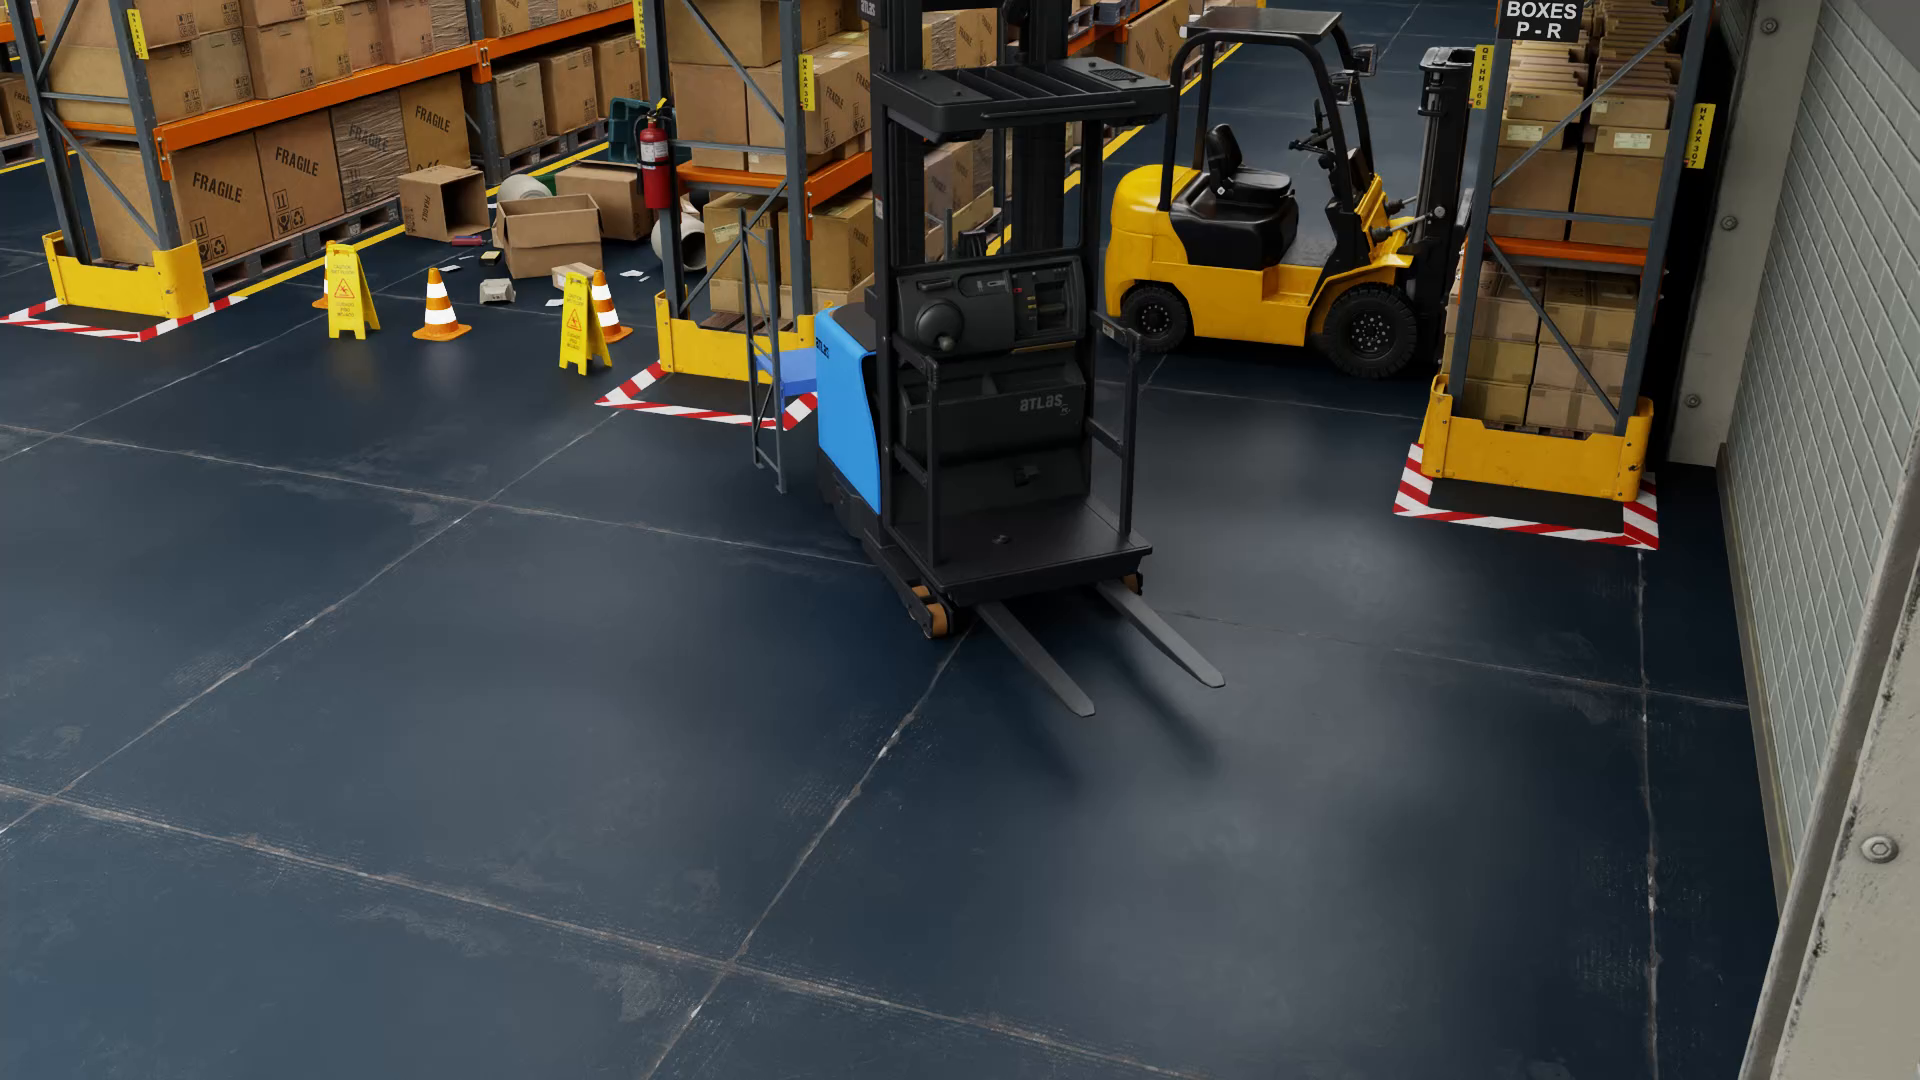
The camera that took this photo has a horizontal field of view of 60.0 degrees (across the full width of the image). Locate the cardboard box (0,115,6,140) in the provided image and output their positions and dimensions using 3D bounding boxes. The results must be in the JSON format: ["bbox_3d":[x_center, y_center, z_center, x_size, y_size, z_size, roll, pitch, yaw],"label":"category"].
[{"bbox_3d":[-9.804,-4.185,16.339,0.500,0.500,0.500,19,32,34],"label":"cardboard box"}]

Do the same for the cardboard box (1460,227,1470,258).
[{"bbox_3d":[3.428,-1.773,10.495,0.500,0.250,0.500,9,27,18],"label":"cardboard box"}]

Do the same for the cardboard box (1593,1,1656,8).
[{"bbox_3d":[5.509,-4.316,13.820,0.500,0.250,0.500,8,27,16],"label":"cardboard box"}]

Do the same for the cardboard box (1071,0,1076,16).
[{"bbox_3d":[0.837,-4.868,15.169,0.380,0.149,0.250,10,28,19],"label":"cardboard box"}]

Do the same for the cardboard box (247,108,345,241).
[{"bbox_3d":[-5.683,-2.995,13.449,0.875,0.875,0.875,8,27,17],"label":"cardboard box"}]

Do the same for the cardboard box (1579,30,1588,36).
[{"bbox_3d":[3.838,-3.203,10.723,0.380,0.149,0.250,9,27,17],"label":"cardboard box"}]

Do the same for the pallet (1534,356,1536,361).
[{"bbox_3d":[3.869,-1.282,11.156,1.003,0.211,1.213,9,27,17],"label":"pallet"}]

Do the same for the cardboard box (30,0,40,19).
[{"bbox_3d":[-9.244,-5.272,16.486,0.380,0.149,0.250,9,27,17],"label":"cardboard box"}]

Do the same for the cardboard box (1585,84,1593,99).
[{"bbox_3d":[4.165,-2.556,10.473,0.500,0.500,0.500,9,27,18],"label":"cardboard box"}]

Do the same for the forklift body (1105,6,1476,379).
[{"bbox_3d":[2.157,-2.379,11.196,2.313,2.155,1.214,9,27,17],"label":"forklift body"}]

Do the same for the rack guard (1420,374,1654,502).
[{"bbox_3d":[3.238,-0.582,9.379,1.175,0.500,0.348,9,27,17],"label":"rack guard"}]

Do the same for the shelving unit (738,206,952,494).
[{"bbox_3d":[-0.623,-1.125,9.348,1.048,1.500,0.538,-11,28,-22],"label":"shelving unit"}]

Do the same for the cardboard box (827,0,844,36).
[{"bbox_3d":[-1.223,-3.737,11.424,0.700,0.500,0.500,8,27,17],"label":"cardboard box"}]

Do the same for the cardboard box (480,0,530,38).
[{"bbox_3d":[-4.377,-4.978,15.474,0.500,0.500,0.500,9,27,18],"label":"cardboard box"}]

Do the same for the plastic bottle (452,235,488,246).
[{"bbox_3d":[-4.063,-2.487,13.816,0.283,0.061,0.133,0,26,-1],"label":"plastic bottle"}]

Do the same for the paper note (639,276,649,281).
[{"bbox_3d":[-2.454,-2.032,12.936,0.032,0.001,0.123,9,27,17],"label":"paper note"}]

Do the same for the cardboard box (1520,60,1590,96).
[{"bbox_3d":[3.434,-2.675,9.632,0.380,0.149,0.250,9,27,18],"label":"cardboard box"}]

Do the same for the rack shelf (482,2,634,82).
[{"bbox_3d":[-4.141,-5.254,16.984,1.077,0.370,4.000,9,27,17],"label":"rack shelf"}]

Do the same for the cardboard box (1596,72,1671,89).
[{"bbox_3d":[3.753,-2.508,9.288,0.380,0.149,0.250,9,27,18],"label":"cardboard box"}]

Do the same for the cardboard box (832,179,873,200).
[{"bbox_3d":[-0.729,-2.241,11.750,0.500,0.500,0.500,8,27,16],"label":"cardboard box"}]

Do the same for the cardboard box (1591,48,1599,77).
[{"bbox_3d":[4.346,-3.112,10.877,0.380,0.149,0.250,10,27,19],"label":"cardboard box"}]

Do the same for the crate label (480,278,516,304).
[{"bbox_3d":[-3.466,-1.864,12.443,0.250,0.136,0.298,-5,26,-9],"label":"crate label"}]

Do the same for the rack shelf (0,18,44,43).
[{"bbox_3d":[-10.115,-4.371,15.161,1.077,0.370,4.000,9,27,17],"label":"rack shelf"}]

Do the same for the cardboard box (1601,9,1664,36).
[{"bbox_3d":[4.634,-3.560,11.460,0.380,0.149,0.250,8,27,16],"label":"cardboard box"}]

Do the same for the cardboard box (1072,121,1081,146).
[{"bbox_3d":[0.791,-4.194,16.504,0.950,0.372,0.625,8,27,16],"label":"cardboard box"}]

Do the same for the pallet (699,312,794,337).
[{"bbox_3d":[-1.107,-1.540,11.689,1.003,0.211,1.213,9,27,17],"label":"pallet"}]

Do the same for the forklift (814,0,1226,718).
[{"bbox_3d":[0.236,-1.066,7.589,1.130,2.935,3.031,-10,28,-20],"label":"forklift"}]

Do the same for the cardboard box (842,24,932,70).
[{"bbox_3d":[-0.517,-3.402,11.878,0.500,0.500,0.500,8,27,16],"label":"cardboard box"}]

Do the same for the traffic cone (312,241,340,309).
[{"bbox_3d":[-4.621,-1.982,12.313,0.336,0.463,0.334,9,27,17],"label":"traffic cone"}]

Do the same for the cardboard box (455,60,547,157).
[{"bbox_3d":[-4.684,-4.200,16.083,1.050,0.750,0.750,9,27,17],"label":"cardboard box"}]

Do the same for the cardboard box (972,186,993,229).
[{"bbox_3d":[-0.048,-2.749,13.659,0.500,0.250,0.500,10,28,20],"label":"cardboard box"}]

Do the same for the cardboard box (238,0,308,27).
[{"bbox_3d":[-5.567,-4.262,12.699,0.875,0.550,0.550,9,27,17],"label":"cardboard box"}]

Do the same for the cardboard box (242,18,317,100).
[{"bbox_3d":[-5.589,-3.780,12.942,0.875,0.550,0.550,9,27,17],"label":"cardboard box"}]

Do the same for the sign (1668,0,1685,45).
[{"bbox_3d":[5.101,-3.706,11.879,0.100,0.325,0.005,9,27,17],"label":"sign"}]

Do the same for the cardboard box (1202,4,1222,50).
[{"bbox_3d":[2.868,-6.645,21.491,0.875,0.438,0.875,8,27,17],"label":"cardboard box"}]

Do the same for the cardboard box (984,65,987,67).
[{"bbox_3d":[-0.001,-3.686,13.210,0.380,0.149,0.250,9,27,19],"label":"cardboard box"}]

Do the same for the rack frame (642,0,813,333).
[{"bbox_3d":[-1.436,-2.436,10.338,1.000,3.000,0.127,9,27,17],"label":"rack frame"}]

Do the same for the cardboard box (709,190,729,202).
[{"bbox_3d":[-1.744,-2.712,13.776,0.500,0.500,0.500,-14,29,-27],"label":"cardboard box"}]

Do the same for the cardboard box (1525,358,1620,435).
[{"bbox_3d":[3.594,-0.842,9.721,0.500,0.250,0.500,9,27,18],"label":"cardboard box"}]

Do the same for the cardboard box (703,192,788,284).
[{"bbox_3d":[-1.415,-2.092,11.441,0.500,0.500,0.500,9,27,18],"label":"cardboard box"}]

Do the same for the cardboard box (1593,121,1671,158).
[{"bbox_3d":[3.604,-2.156,8.902,0.380,0.149,0.250,8,27,16],"label":"cardboard box"}]

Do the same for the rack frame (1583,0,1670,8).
[{"bbox_3d":[4.577,-3.361,12.250,1.000,3.000,0.127,9,27,17],"label":"rack frame"}]

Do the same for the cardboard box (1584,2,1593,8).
[{"bbox_3d":[4.682,-4.072,12.859,0.380,0.149,0.250,9,27,17],"label":"cardboard box"}]

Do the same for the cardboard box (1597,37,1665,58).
[{"bbox_3d":[4.186,-3.036,10.377,0.380,0.149,0.250,10,27,19],"label":"cardboard box"}]

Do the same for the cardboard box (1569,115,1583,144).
[{"bbox_3d":[3.344,-2.214,9.767,0.500,0.500,0.500,10,27,19],"label":"cardboard box"}]

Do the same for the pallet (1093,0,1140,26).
[{"bbox_3d":[1.090,-5.328,16.533,1.213,0.211,1.003,9,27,17],"label":"pallet"}]

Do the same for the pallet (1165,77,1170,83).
[{"bbox_3d":[1.968,-5.281,19.415,1.003,0.211,1.213,9,27,17],"label":"pallet"}]

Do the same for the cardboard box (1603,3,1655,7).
[{"bbox_3d":[5.119,-4.017,12.744,0.380,0.149,0.250,9,27,17],"label":"cardboard box"}]

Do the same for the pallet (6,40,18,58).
[{"bbox_3d":[-13.084,-6.311,21.542,1.003,0.211,1.213,9,27,17],"label":"pallet"}]
